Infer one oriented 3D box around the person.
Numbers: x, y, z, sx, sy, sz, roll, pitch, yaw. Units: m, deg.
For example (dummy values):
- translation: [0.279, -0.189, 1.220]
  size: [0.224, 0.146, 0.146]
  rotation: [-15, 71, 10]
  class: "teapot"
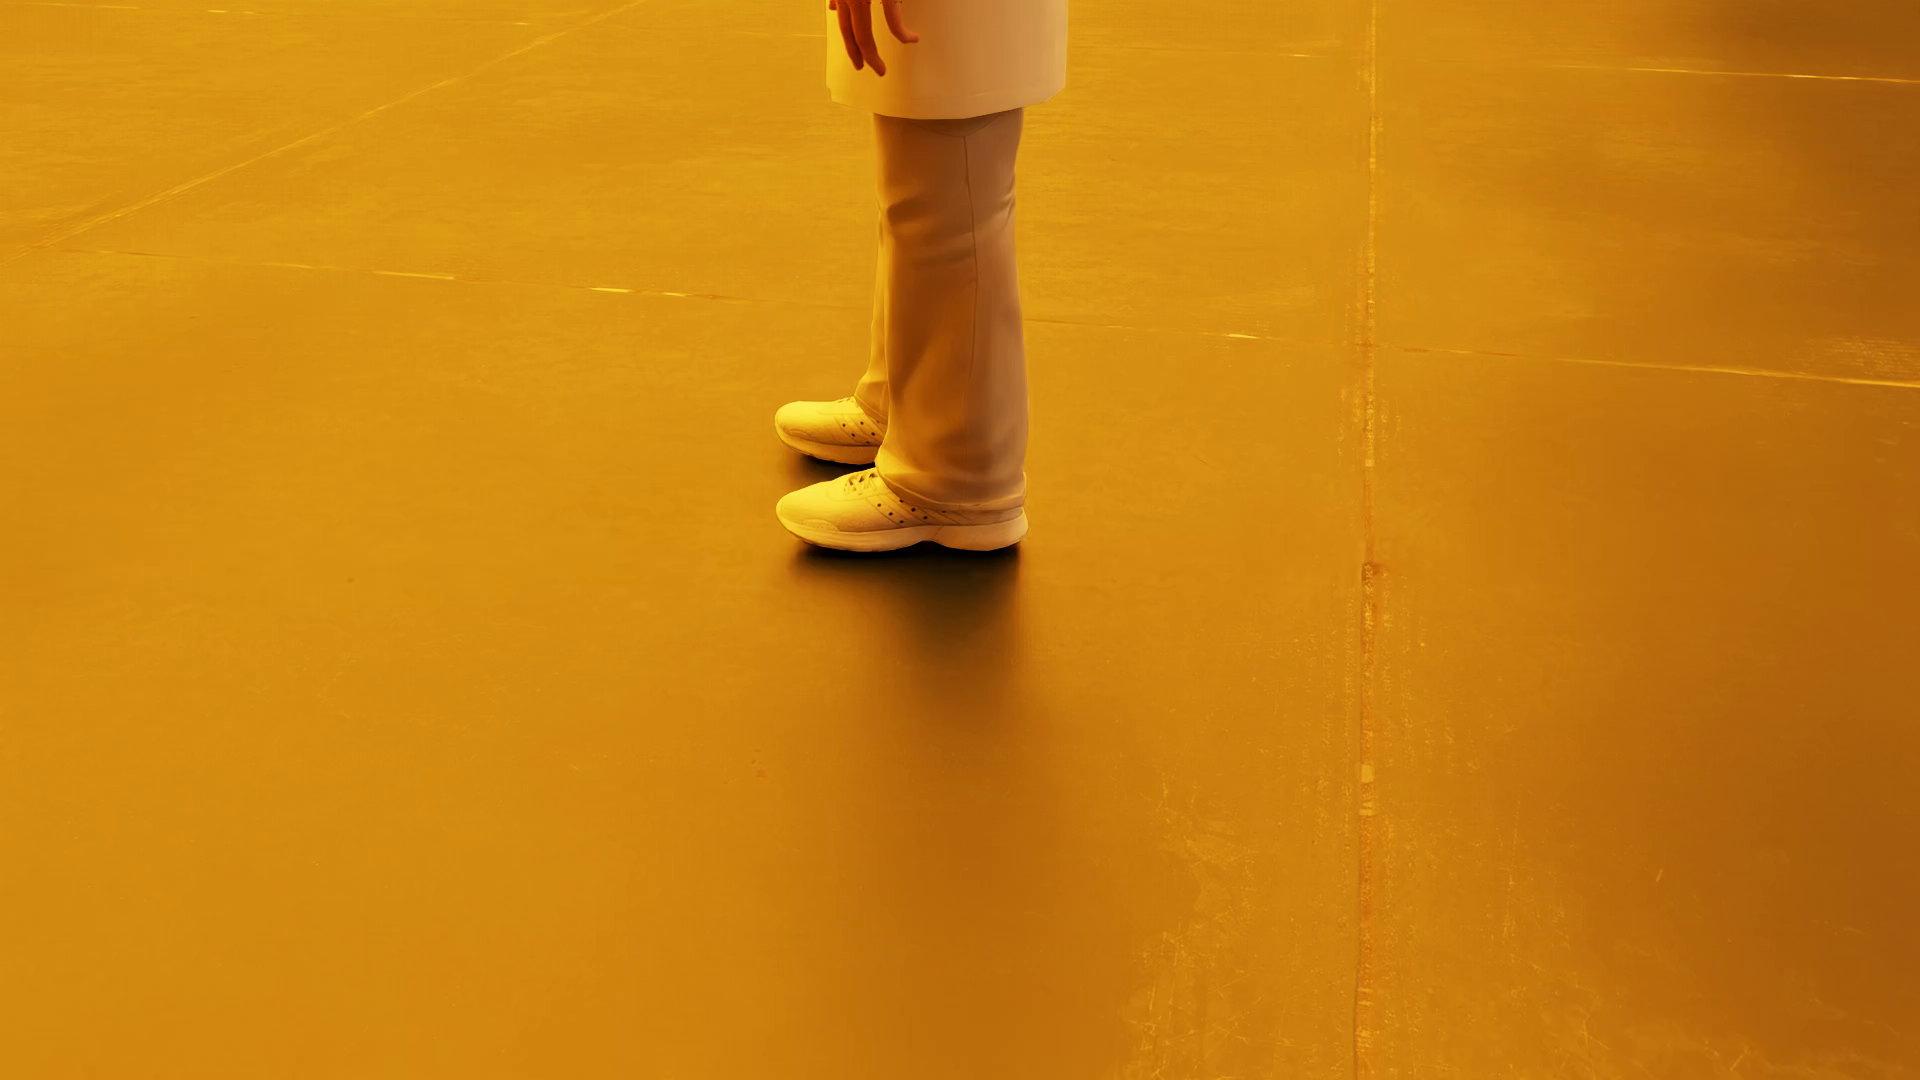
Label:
- translation: [-0.087, -0.811, 2.118]
  size: [0.581, 1.776, 0.696]
  rotation: [6, 27, 11]
  class: "person"
